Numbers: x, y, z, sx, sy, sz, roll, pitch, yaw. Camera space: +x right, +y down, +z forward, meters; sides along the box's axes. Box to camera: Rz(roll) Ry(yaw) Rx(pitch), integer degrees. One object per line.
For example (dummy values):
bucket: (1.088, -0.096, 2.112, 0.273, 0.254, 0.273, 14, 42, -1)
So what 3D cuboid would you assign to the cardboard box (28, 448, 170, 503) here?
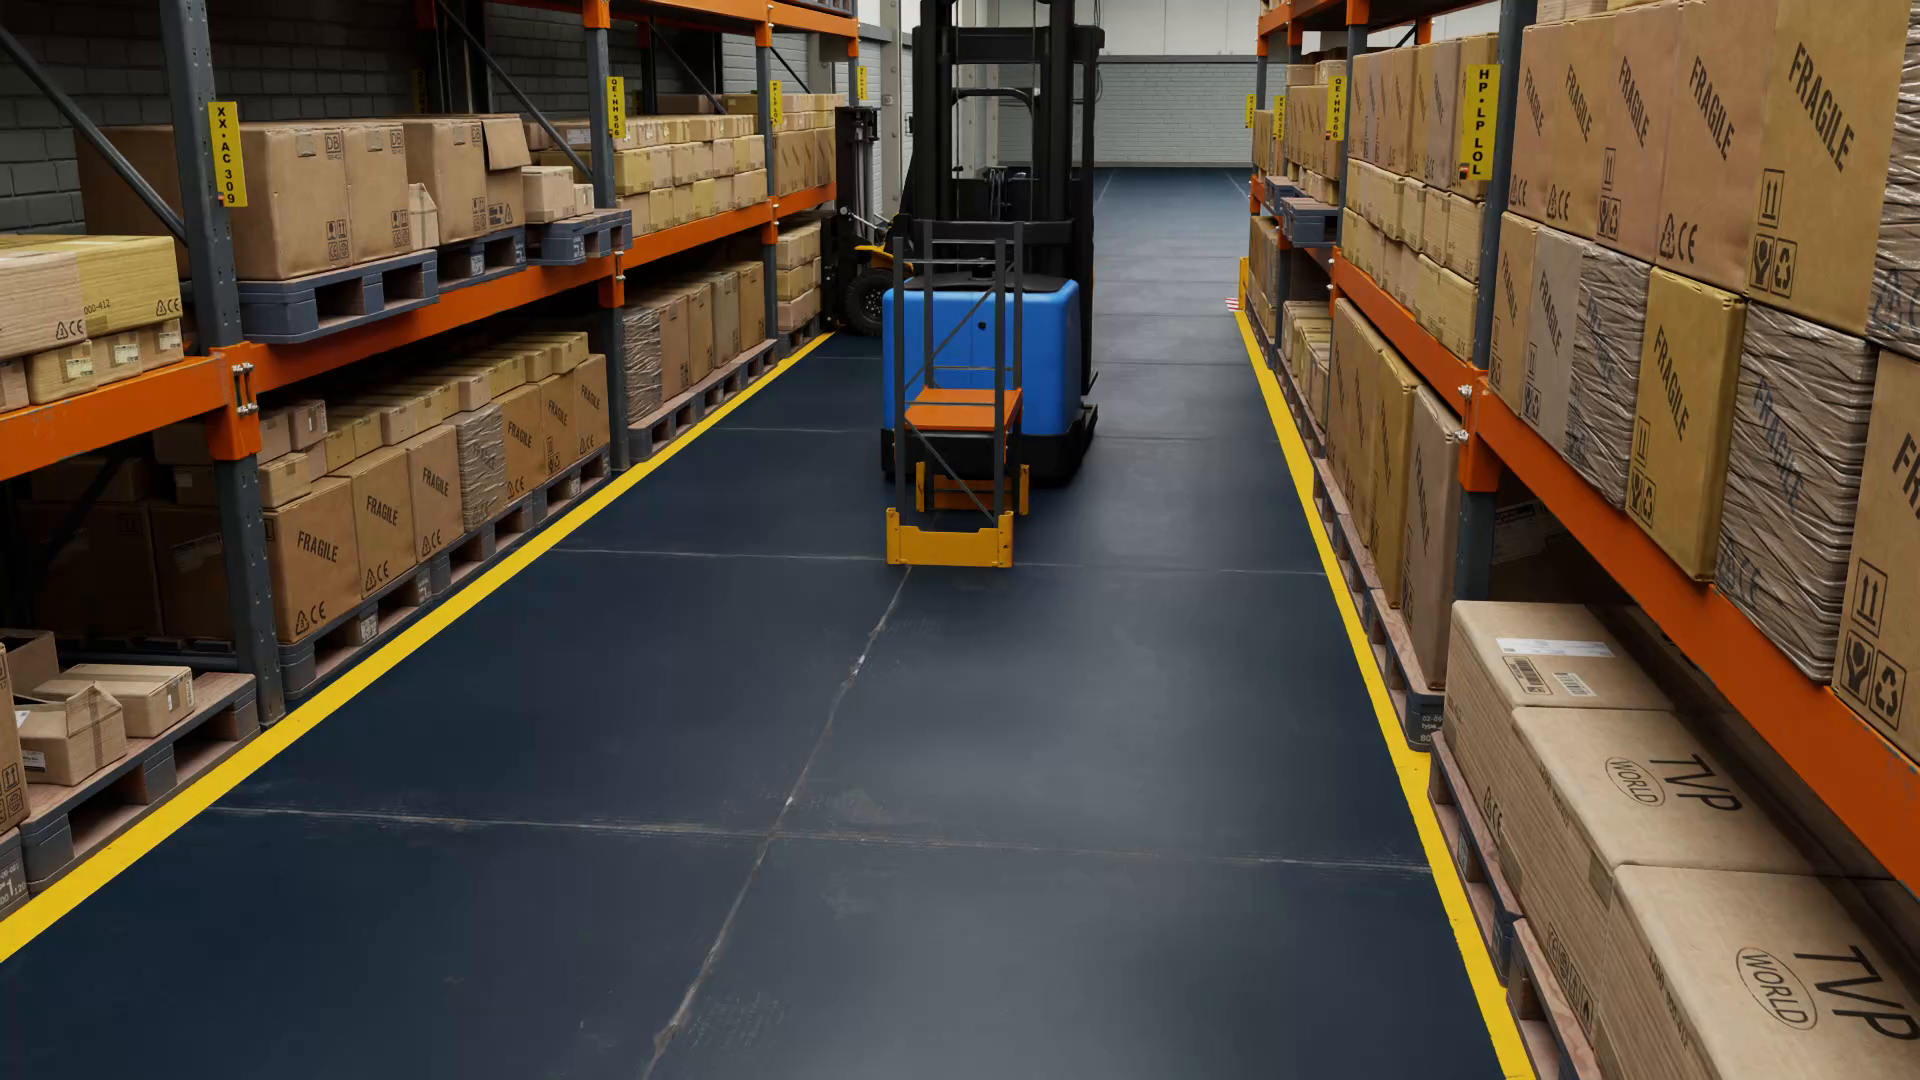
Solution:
cardboard box: (-3.122, -0.237, 6.035, 0.380, 0.149, 0.250, 1, 15, 4)

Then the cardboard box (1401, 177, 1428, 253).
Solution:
cardboard box: (1.965, -1.234, 6.309, 0.500, 0.250, 0.500, 2, 15, 8)

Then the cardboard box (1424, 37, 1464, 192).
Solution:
cardboard box: (1.907, -1.468, 5.737, 0.500, 0.500, 0.500, 2, 15, 7)

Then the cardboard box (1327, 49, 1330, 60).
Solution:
cardboard box: (3.302, -3.668, 13.304, 0.700, 0.500, 0.500, 2, 15, 7)

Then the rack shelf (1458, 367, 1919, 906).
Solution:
rack shelf: (1.829, 0.187, 3.103, 1.077, 0.370, 4.000, 2, 15, 6)

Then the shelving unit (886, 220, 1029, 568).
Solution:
shelving unit: (0.009, -0.744, 8.039, 0.587, 1.500, 1.083, 2, 15, 6)

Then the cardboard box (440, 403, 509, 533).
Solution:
cardboard box: (-2.424, -0.341, 7.662, 0.500, 0.500, 0.500, 1, 15, 4)

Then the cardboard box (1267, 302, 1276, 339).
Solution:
cardboard box: (2.757, -1.791, 13.501, 0.500, 0.250, 0.500, 2, 15, 9)

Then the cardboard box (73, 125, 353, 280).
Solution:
cardboard box: (-2.601, -1.194, 5.836, 0.700, 0.500, 0.500, 2, 15, 8)

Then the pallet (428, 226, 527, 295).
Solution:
pallet: (-2.641, -1.265, 7.460, 1.003, 0.211, 1.213, 2, 15, 6)

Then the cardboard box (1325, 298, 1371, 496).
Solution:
cardboard box: (2.346, -0.717, 8.333, 0.875, 0.875, 0.875, 2, 15, 6)

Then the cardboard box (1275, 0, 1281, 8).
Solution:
cardboard box: (2.918, -4.637, 14.299, 0.380, 0.149, 0.250, 1, 15, 5)

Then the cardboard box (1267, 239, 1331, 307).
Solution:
cardboard box: (2.758, -2.153, 13.403, 0.500, 0.500, 0.500, 1, 15, 5)

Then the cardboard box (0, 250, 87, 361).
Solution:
cardboard box: (-2.734, -0.626, 4.448, 0.500, 0.250, 0.500, 2, 15, 6)

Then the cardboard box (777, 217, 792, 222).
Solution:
cardboard box: (-1.886, -2.917, 15.749, 0.500, 0.250, 0.500, 2, 15, 6)

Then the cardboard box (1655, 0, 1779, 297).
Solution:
cardboard box: (1.569, -0.700, 2.896, 0.500, 0.500, 0.500, 2, 15, 6)

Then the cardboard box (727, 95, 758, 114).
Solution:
cardboard box: (-1.644, -3.478, 13.274, 0.380, 0.149, 0.250, 2, 15, 7)

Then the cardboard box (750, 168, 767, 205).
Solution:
cardboard box: (-1.772, -2.688, 12.645, 0.500, 0.250, 0.500, 2, 15, 8)

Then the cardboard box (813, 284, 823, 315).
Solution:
cardboard box: (-1.507, -2.156, 14.853, 0.500, 0.250, 0.500, 2, 15, 7)

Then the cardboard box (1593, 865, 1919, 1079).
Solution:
cardboard box: (1.674, 0.981, 2.893, 0.875, 0.438, 0.875, 2, 15, 8)

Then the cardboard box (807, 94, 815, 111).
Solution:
cardboard box: (-1.522, -3.945, 14.999, 0.380, 0.149, 0.250, 2, 15, 7)

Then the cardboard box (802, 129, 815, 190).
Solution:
cardboard box: (-1.567, -3.322, 14.509, 0.500, 0.500, 0.500, 2, 15, 6)

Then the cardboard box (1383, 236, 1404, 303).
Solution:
cardboard box: (2.044, -1.127, 6.871, 0.500, 0.250, 0.500, 2, 15, 6)

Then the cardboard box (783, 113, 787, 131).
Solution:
cardboard box: (-1.648, -3.471, 13.818, 0.380, 0.149, 0.250, 2, 15, 6)

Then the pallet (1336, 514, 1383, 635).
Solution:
pallet: (2.202, 0.147, 7.213, 1.003, 0.211, 1.213, 2, 15, 6)

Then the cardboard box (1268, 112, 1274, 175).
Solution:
cardboard box: (2.866, -3.337, 13.995, 0.500, 0.500, 0.500, 2, 15, 8)

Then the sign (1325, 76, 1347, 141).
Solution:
sign: (1.966, -2.251, 8.673, 0.100, 0.325, 0.005, 2, 15, 6)

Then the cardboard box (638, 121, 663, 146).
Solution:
cardboard box: (-2.048, -2.502, 10.234, 0.380, 0.149, 0.250, 2, 15, 7)

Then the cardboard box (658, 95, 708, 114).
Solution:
cardboard box: (-2.239, -3.496, 13.340, 0.380, 0.149, 0.250, 2, 15, 6)

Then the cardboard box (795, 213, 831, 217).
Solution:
cardboard box: (-1.317, -3.034, 16.182, 0.500, 0.250, 0.500, 2, 15, 7)

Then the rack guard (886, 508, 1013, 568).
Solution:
rack guard: (-0.048, -0.011, 7.725, 0.587, 0.250, 0.087, 2, 15, 6)

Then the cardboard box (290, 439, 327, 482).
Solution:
cardboard box: (-2.618, -0.293, 6.240, 0.380, 0.149, 0.250, 1, 15, 5)

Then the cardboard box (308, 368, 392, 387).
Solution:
cardboard box: (-2.887, -0.708, 7.775, 0.380, 0.149, 0.250, 2, 15, 7)

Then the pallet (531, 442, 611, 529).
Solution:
pallet: (-2.548, -0.323, 8.953, 1.003, 0.211, 1.213, 2, 15, 6)

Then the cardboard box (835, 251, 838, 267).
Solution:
cardboard box: (-1.372, -2.654, 15.735, 0.500, 0.250, 0.500, 1, 15, 5)

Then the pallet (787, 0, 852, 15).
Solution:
pallet: (-1.629, -5.159, 15.919, 1.003, 0.211, 1.213, 2, 15, 6)

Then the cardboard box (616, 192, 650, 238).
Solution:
cardboard box: (-2.133, -1.897, 9.719, 0.500, 0.250, 0.500, 2, 15, 6)

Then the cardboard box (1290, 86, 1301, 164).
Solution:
cardboard box: (2.495, -2.778, 11.122, 0.500, 0.500, 0.500, 2, 15, 6)

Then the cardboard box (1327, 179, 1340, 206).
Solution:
cardboard box: (2.268, -1.962, 9.347, 0.380, 0.149, 0.250, 2, 15, 7)

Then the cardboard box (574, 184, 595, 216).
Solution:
cardboard box: (-2.119, -1.762, 8.607, 0.380, 0.149, 0.250, 2, 15, 7)

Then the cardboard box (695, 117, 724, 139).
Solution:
cardboard box: (-1.873, -2.898, 11.698, 0.380, 0.149, 0.250, 1, 15, 5)

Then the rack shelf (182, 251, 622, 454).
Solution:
rack shelf: (-2.652, -0.996, 7.476, 1.077, 0.370, 4.000, 2, 15, 6)

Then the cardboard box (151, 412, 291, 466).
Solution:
cardboard box: (-2.633, -0.364, 5.934, 0.380, 0.149, 0.250, 1, 15, 5)

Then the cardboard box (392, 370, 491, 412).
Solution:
cardboard box: (-2.408, -0.692, 7.718, 0.380, 0.149, 0.250, 1, 15, 4)

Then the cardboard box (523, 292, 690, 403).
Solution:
cardboard box: (-2.276, -1.249, 10.780, 0.875, 0.625, 0.625, 2, 15, 8)

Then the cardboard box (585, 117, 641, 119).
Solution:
cardboard box: (-2.424, -2.847, 11.509, 0.380, 0.149, 0.250, 2, 15, 6)

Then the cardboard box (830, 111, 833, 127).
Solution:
cardboard box: (-1.396, -3.933, 15.525, 0.380, 0.149, 0.250, 1, 15, 4)

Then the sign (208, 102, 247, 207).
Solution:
sign: (-2.337, -1.228, 5.300, 0.100, 0.325, 0.005, 2, 15, 6)

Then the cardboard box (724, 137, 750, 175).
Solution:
cardboard box: (-1.827, -2.800, 12.099, 0.500, 0.250, 0.500, 1, 15, 5)

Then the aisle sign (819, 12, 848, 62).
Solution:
aisle sign: (-1.224, -5.200, 16.666, 0.394, 0.787, 0.004, 2, 15, 6)

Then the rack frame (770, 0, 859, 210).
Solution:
rack frame: (-1.523, -3.937, 16.974, 1.000, 3.000, 0.127, 2, 15, 6)

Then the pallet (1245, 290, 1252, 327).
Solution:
pallet: (3.274, -2.216, 15.953, 1.003, 0.211, 1.213, 2, 15, 6)

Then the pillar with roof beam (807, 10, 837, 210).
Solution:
pillar with roof beam: (2.457, -8.108, 20.908, 9.100, 9.000, 0.400, 2, 15, 6)

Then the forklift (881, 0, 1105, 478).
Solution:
forklift: (0.298, -2.093, 10.286, 1.130, 2.935, 3.031, 2, 15, 9)

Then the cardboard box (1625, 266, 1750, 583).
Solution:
cardboard box: (1.560, -0.221, 3.040, 0.500, 0.500, 0.500, 2, 15, 8)

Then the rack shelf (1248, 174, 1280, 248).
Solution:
rack shelf: (3.183, -2.925, 14.613, 1.077, 0.370, 4.000, 2, 15, 6)

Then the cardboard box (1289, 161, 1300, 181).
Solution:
cardboard box: (2.544, -2.637, 11.844, 0.380, 0.149, 0.250, 2, 15, 7)
